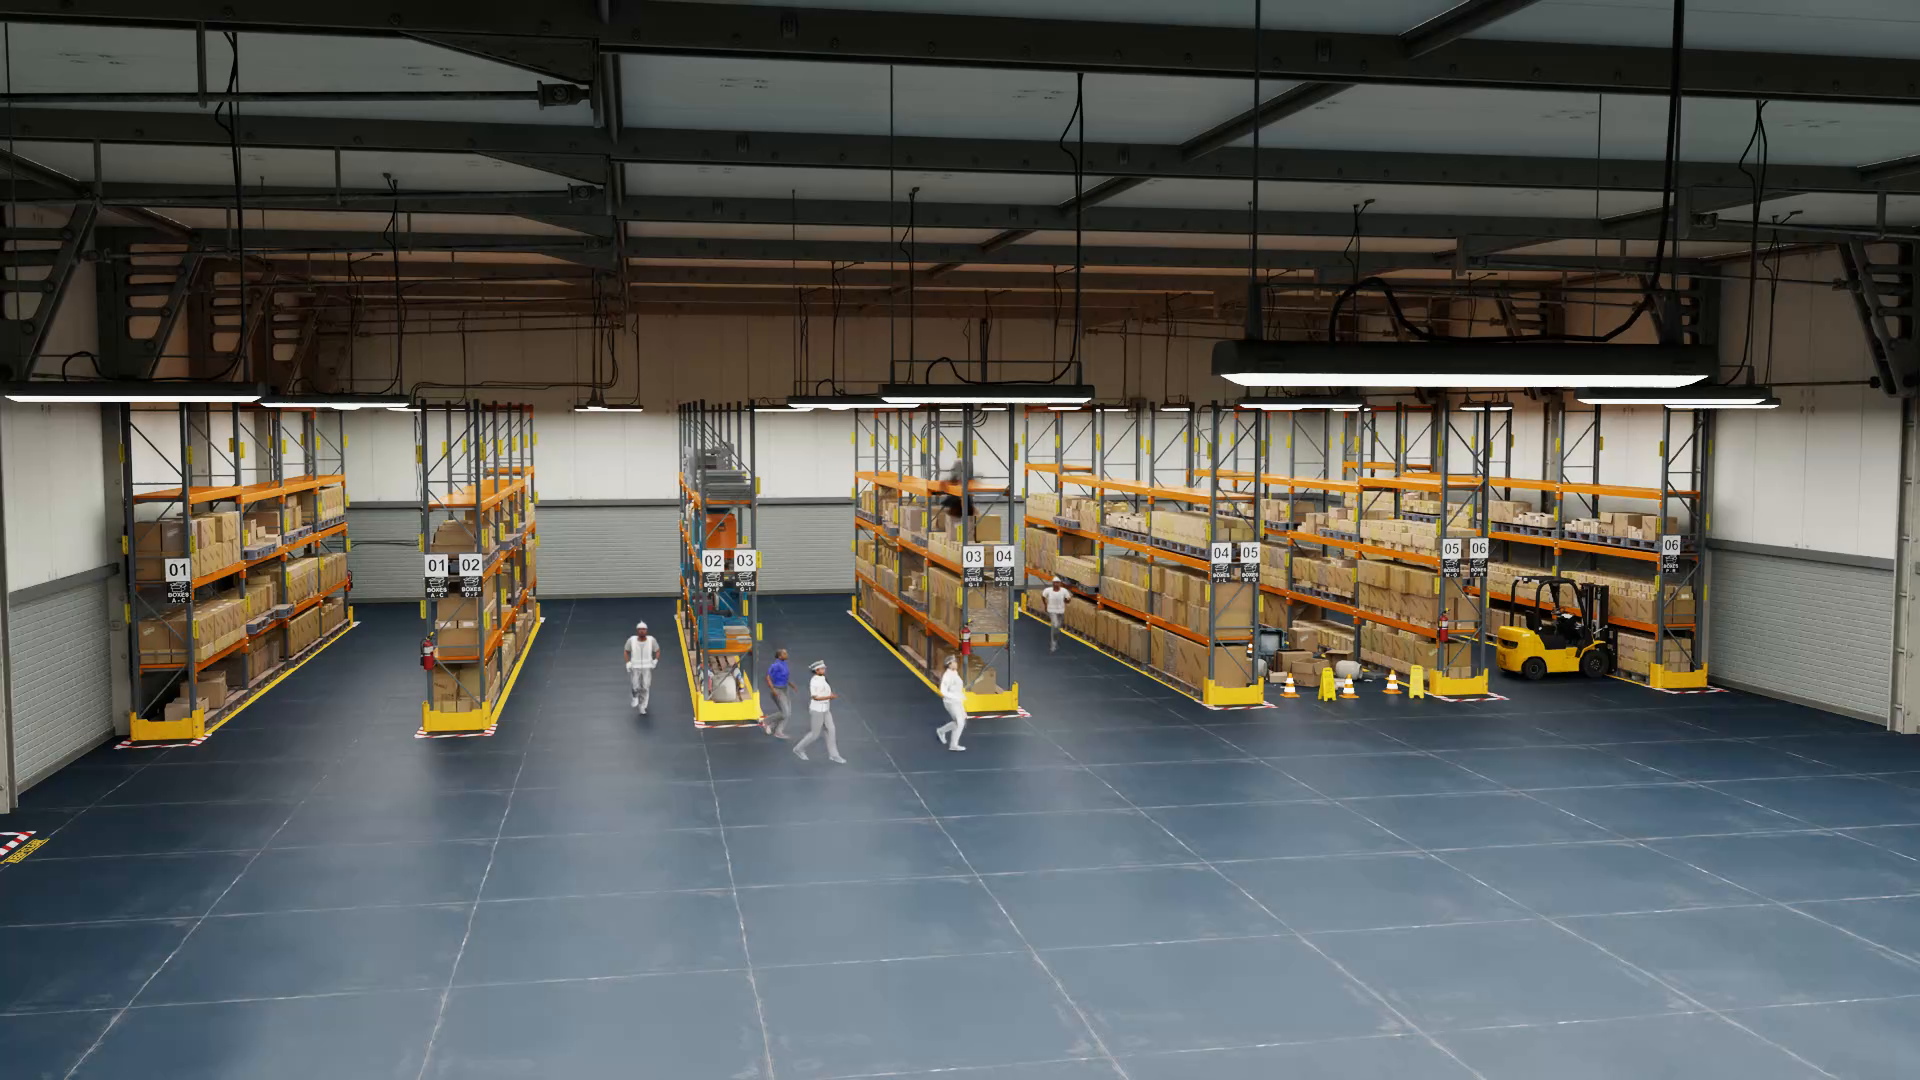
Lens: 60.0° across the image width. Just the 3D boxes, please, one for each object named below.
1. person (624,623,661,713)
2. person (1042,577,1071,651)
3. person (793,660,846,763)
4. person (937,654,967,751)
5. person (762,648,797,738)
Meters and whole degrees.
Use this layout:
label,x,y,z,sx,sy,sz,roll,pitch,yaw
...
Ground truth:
label,x,y,z,sx,sy,sz,roll,pitch,yaw
person,-6.095,2.448,31.939,0.694,1.741,0.584,-1,4,-14
person,2.365,1.801,40.546,0.661,1.834,0.765,-1,4,-10
person,-2.295,2.799,27.188,0.876,1.699,0.581,1,4,12
person,-0.152,2.760,28.325,0.579,1.646,0.613,1,5,18
person,-3.194,2.709,29.390,0.587,1.621,0.607,1,4,16
